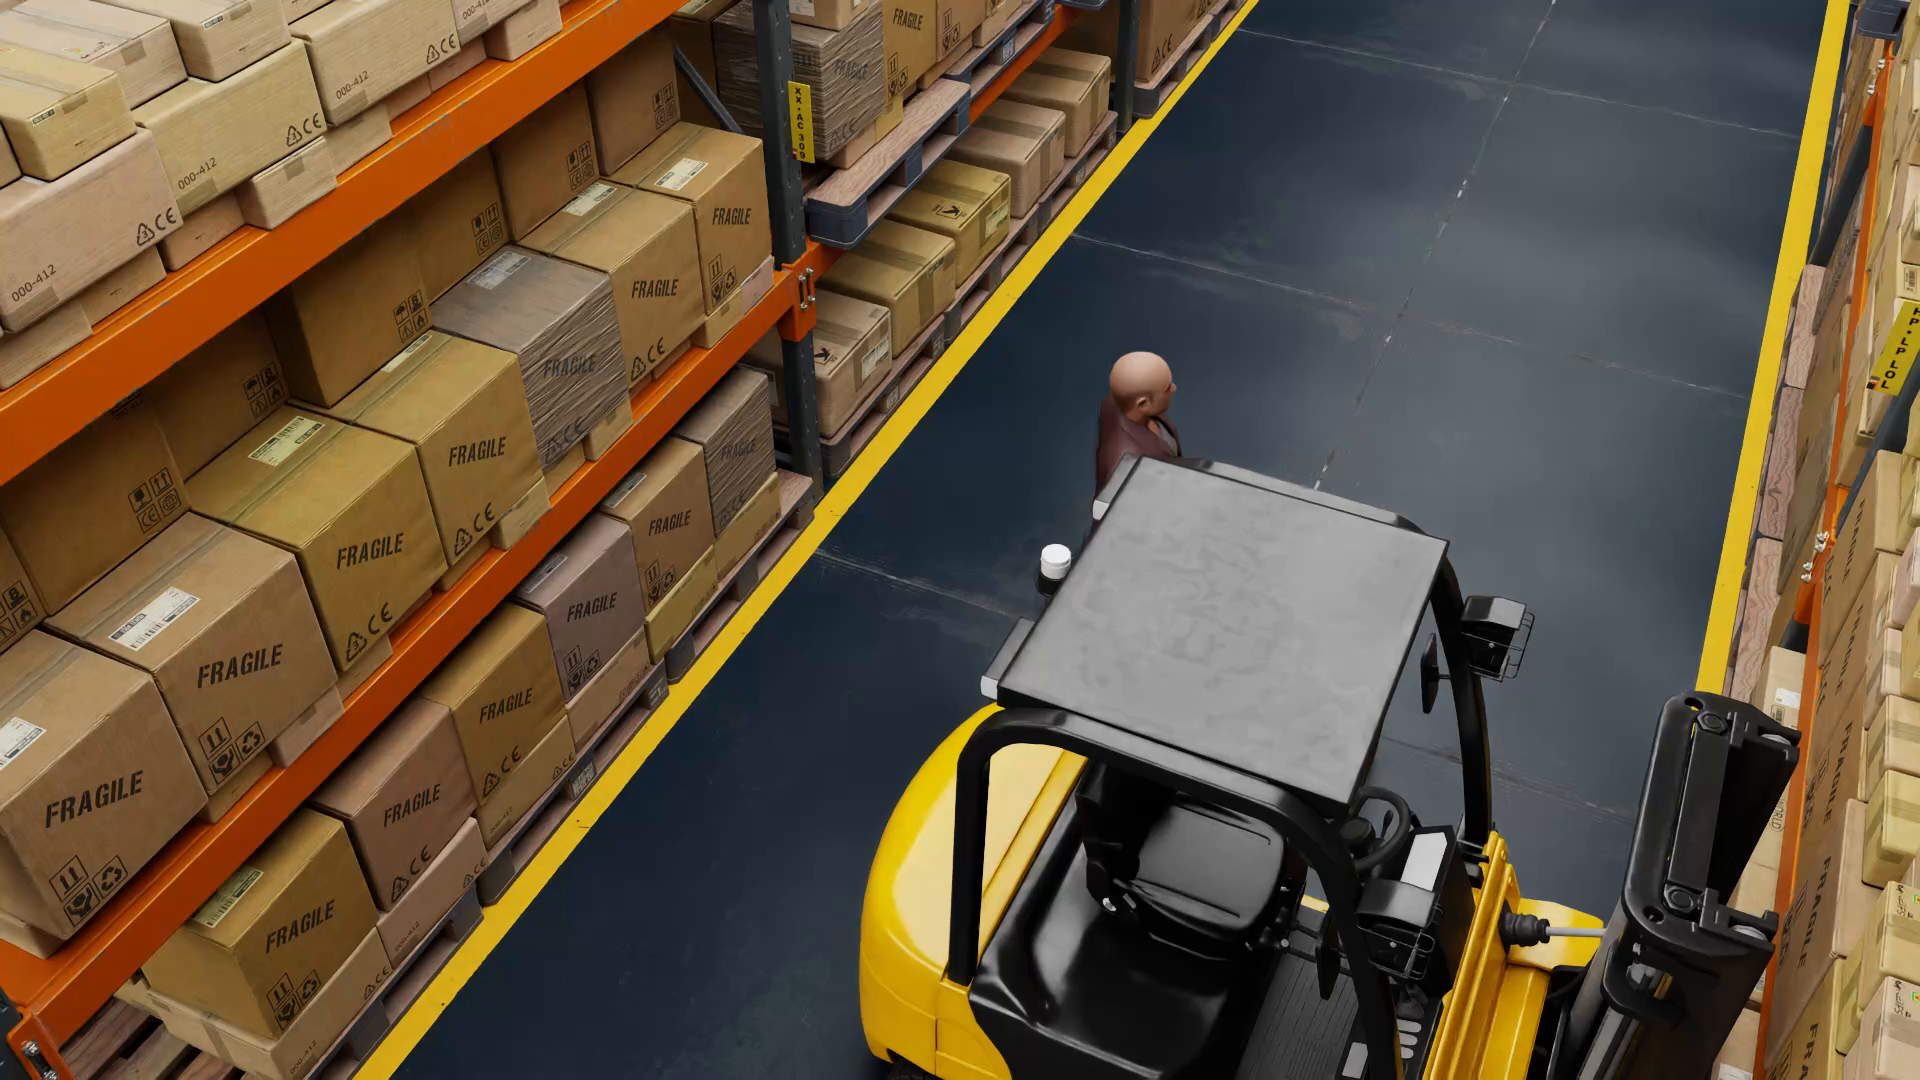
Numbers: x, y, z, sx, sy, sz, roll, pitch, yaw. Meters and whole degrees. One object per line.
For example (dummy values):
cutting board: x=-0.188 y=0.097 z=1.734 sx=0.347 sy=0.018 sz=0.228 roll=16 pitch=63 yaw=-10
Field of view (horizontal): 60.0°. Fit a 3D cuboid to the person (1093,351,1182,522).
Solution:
person: x=0.734 y=0.058 z=6.090 sx=1.020 sy=1.735 sz=0.607 roll=6 pitch=42 yaw=7
